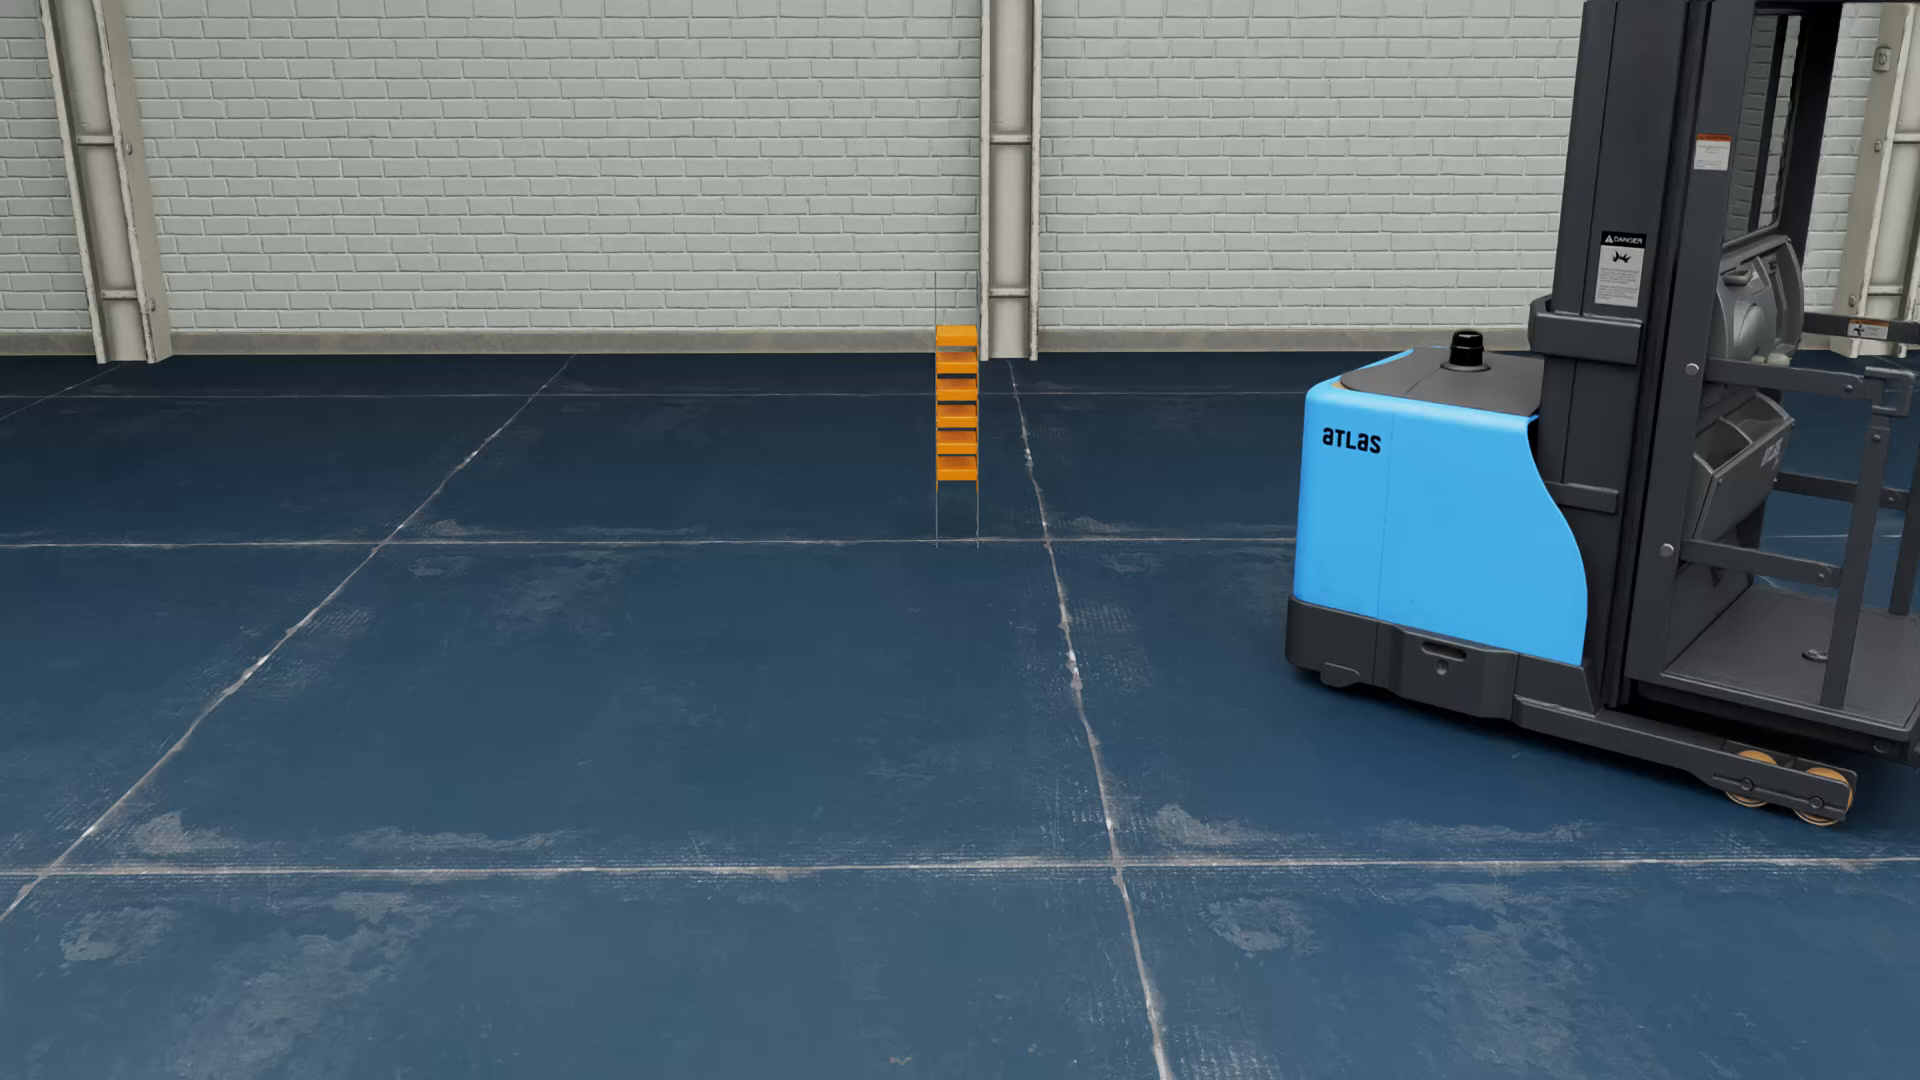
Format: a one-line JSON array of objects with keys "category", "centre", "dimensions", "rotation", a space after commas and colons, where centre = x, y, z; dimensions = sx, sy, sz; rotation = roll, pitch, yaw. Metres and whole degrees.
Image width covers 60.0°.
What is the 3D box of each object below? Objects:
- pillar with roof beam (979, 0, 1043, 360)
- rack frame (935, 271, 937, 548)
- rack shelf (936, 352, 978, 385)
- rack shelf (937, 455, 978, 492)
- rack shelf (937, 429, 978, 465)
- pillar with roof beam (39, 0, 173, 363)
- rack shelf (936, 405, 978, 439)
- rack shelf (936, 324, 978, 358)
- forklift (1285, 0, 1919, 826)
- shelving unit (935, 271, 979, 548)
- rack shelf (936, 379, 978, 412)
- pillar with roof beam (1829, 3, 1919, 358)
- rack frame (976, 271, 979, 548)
[{"category": "pillar with roof beam", "centre": [0.400, -4.247, 6.056], "dimensions": [0.400, 9.000, 9.100], "rotation": [0, 18, -1]}, {"category": "rack frame", "centre": [-0.106, -0.571, 7.363], "dimensions": [0.006, 1.200, 0.240], "rotation": [0, 18, -1]}, {"category": "rack shelf", "centre": [-0.014, -0.757, 7.304], "dimensions": [0.180, 0.103, 0.258], "rotation": [0, 18, -1]}, {"category": "rack shelf", "centre": [-0.014, -0.300, 7.451], "dimensions": [0.180, 0.103, 0.258], "rotation": [0, 18, -1]}, {"category": "rack shelf", "centre": [-0.014, -0.415, 7.414], "dimensions": [0.180, 0.103, 0.258], "rotation": [0, 18, -1]}, {"category": "pillar with roof beam", "centre": [-5.599, -4.218, 5.966], "dimensions": [0.400, 9.000, 9.100], "rotation": [0, 18, -1]}, {"category": "rack shelf", "centre": [-0.014, -0.529, 7.378], "dimensions": [0.180, 0.103, 0.258], "rotation": [0, 18, -1]}, {"category": "rack shelf", "centre": [-0.014, -0.872, 7.268], "dimensions": [0.180, 0.103, 0.258], "rotation": [0, 18, -1]}, {"category": "forklift", "centre": [2.640, -0.734, 5.039], "dimensions": [3.031, 2.935, 1.130], "rotation": [14, 22, 36]}, {"category": "shelving unit", "centre": [-0.014, -0.571, 7.364], "dimensions": [0.189, 1.200, 0.258], "rotation": [0, 18, -1]}, {"category": "rack shelf", "centre": [-0.014, -0.643, 7.341], "dimensions": [0.180, 0.103, 0.258], "rotation": [0, 18, -1]}, {"category": "pillar with roof beam", "centre": [6.399, -4.276, 6.146], "dimensions": [0.400, 9.000, 9.100], "rotation": [0, 18, -1]}, {"category": "rack frame", "centre": [0.077, -0.572, 7.365], "dimensions": [0.006, 1.200, 0.240], "rotation": [0, 18, -1]}]
